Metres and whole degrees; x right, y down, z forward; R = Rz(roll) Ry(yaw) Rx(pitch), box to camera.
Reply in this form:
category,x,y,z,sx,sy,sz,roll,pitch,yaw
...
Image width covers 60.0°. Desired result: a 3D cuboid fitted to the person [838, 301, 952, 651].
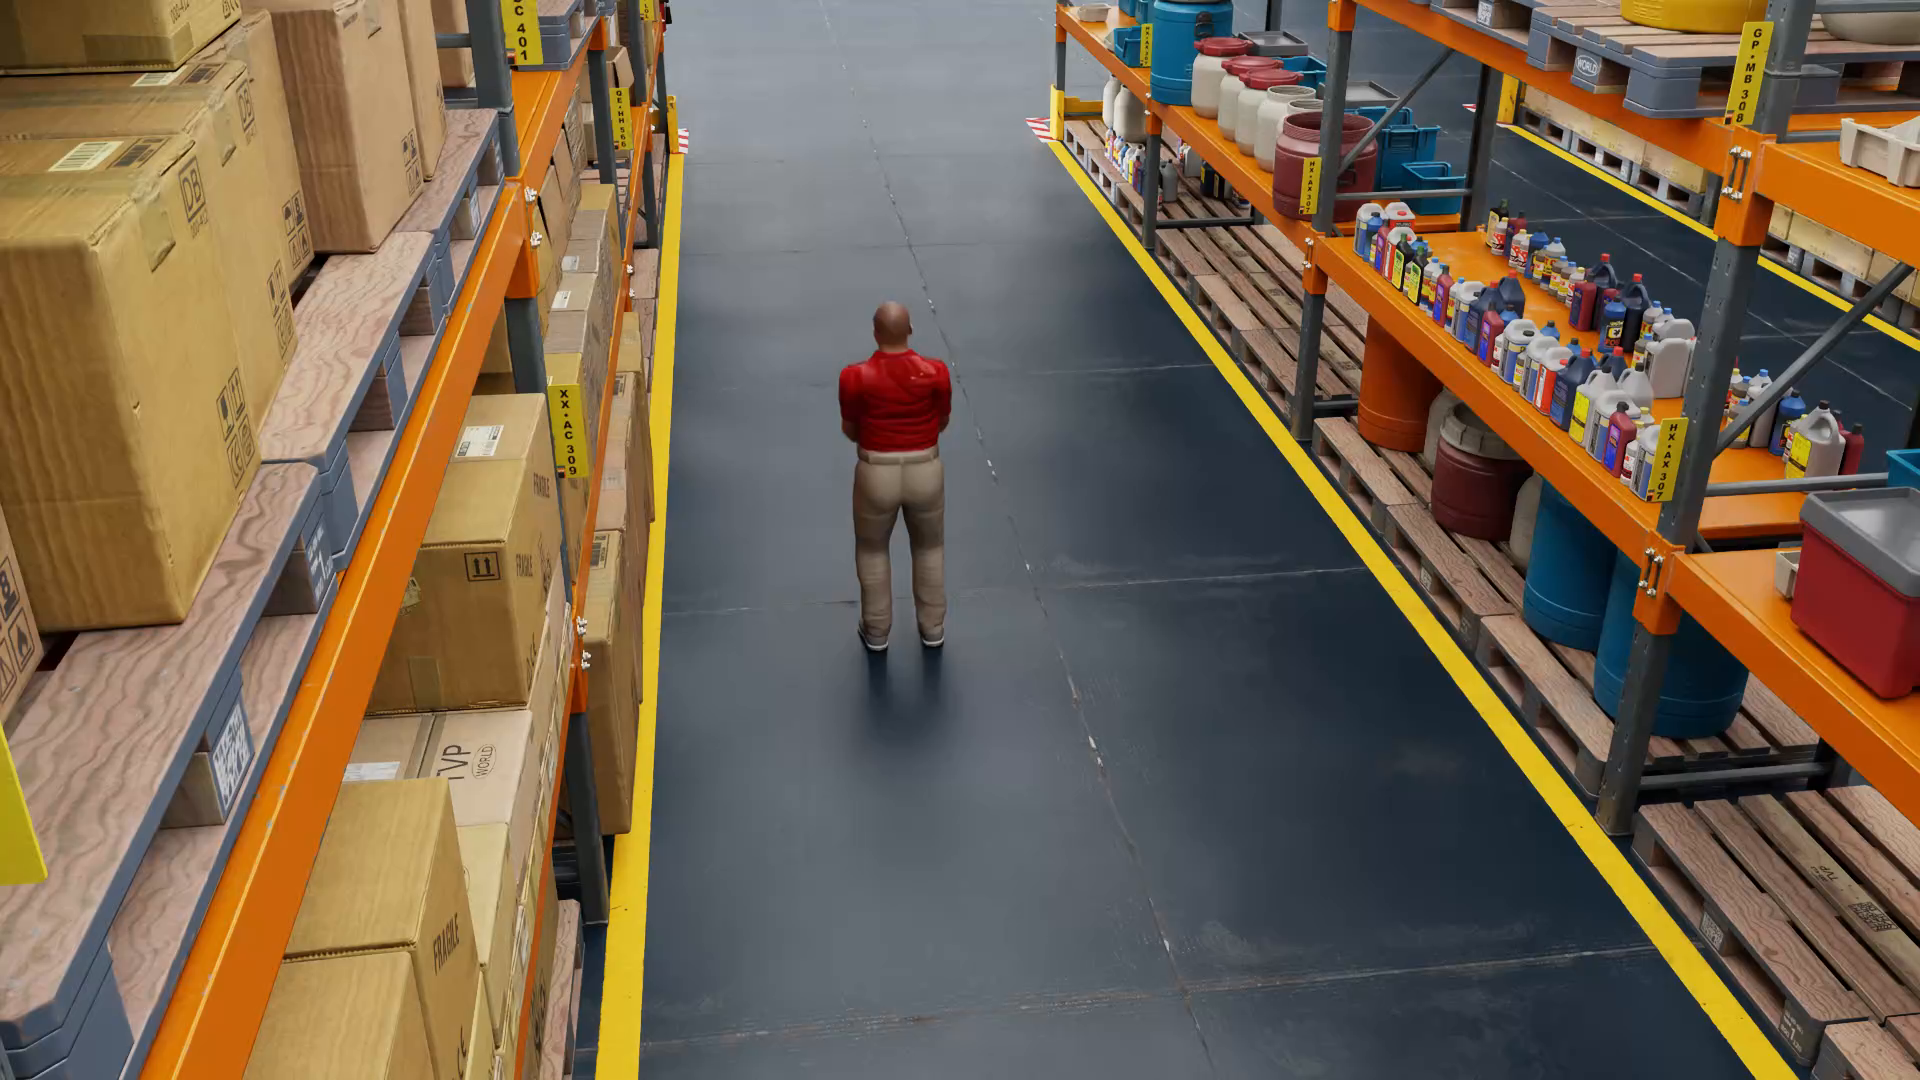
category,x,y,z,sx,sy,sz,roll,pitch,yaw
person,-0.306,-0.325,7.773,0.514,1.725,0.530,-4,27,-7
